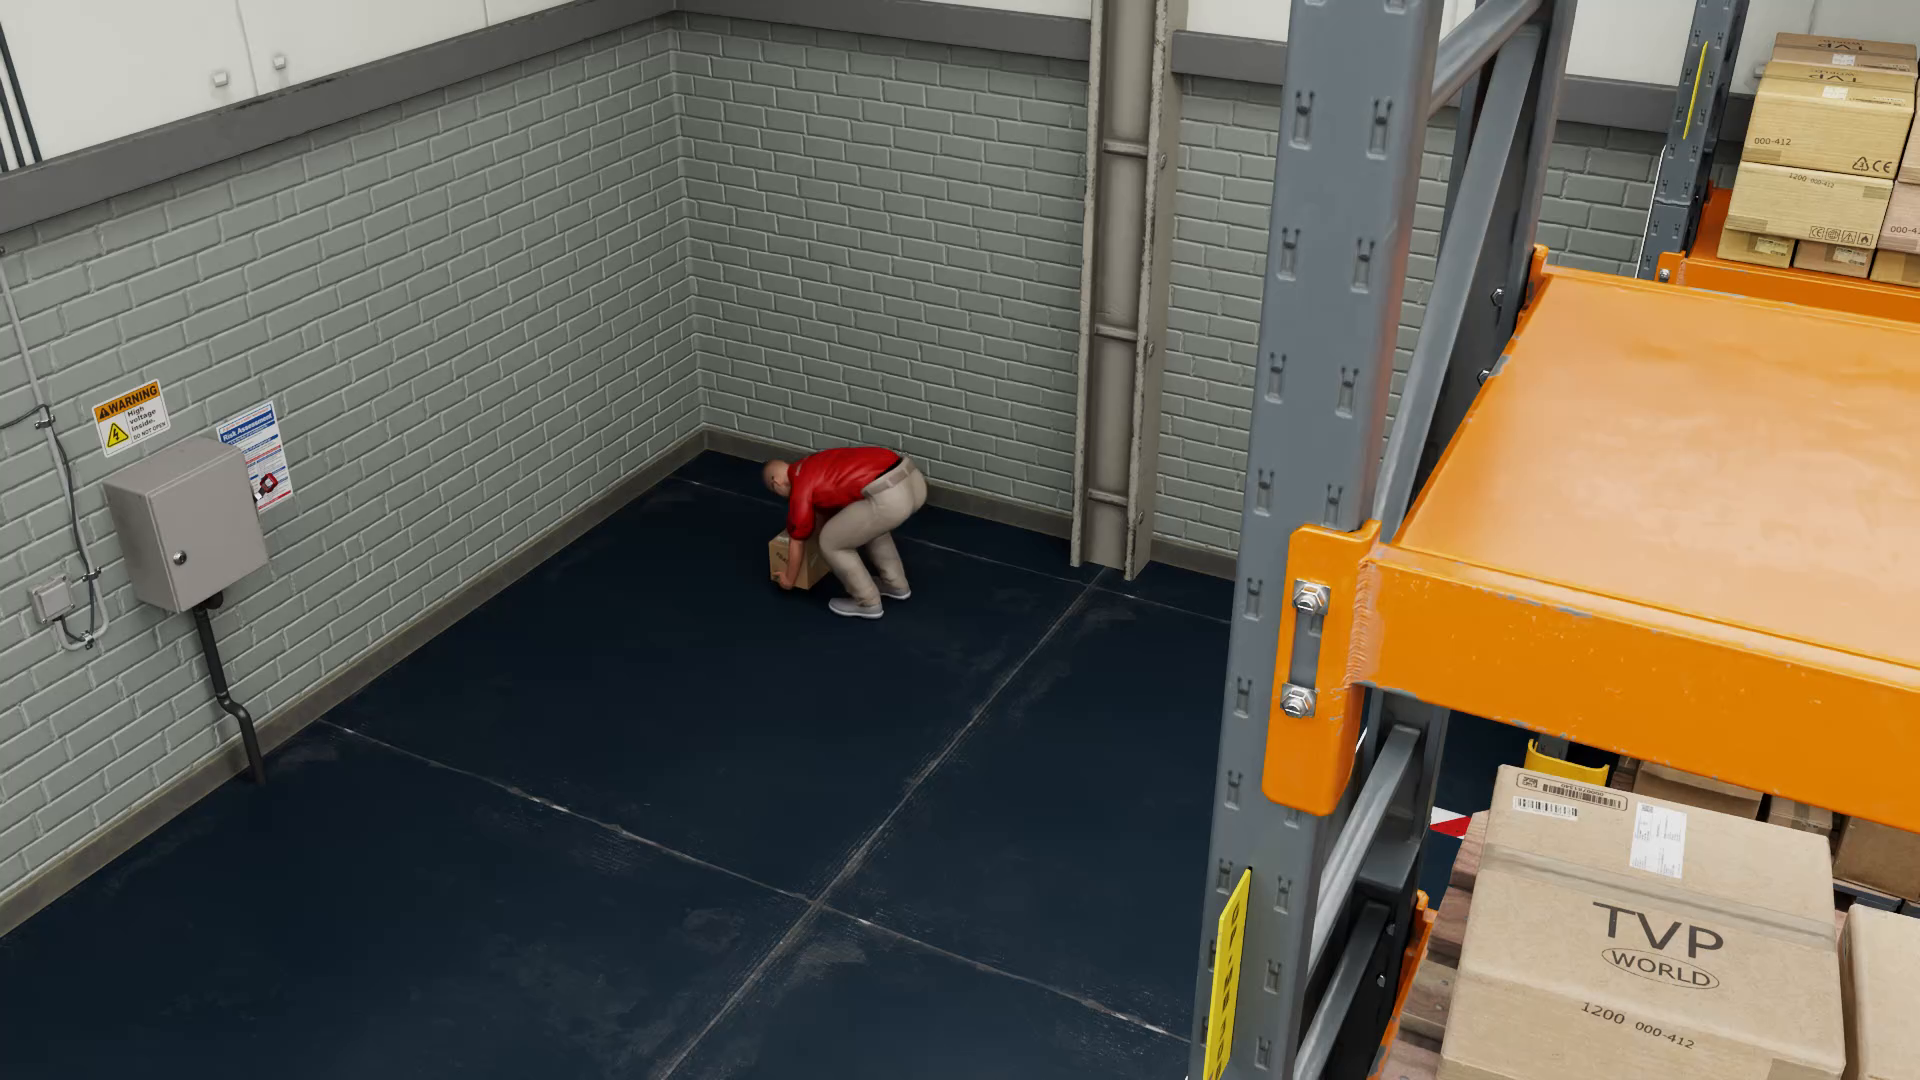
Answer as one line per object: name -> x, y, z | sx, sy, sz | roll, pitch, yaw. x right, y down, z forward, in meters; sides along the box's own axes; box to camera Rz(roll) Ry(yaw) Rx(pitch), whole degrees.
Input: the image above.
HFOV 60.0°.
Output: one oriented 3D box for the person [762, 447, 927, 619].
person -> -0.654, -0.085, 9.241 | 0.956, 0.949, 0.521 | 13, 32, 21
